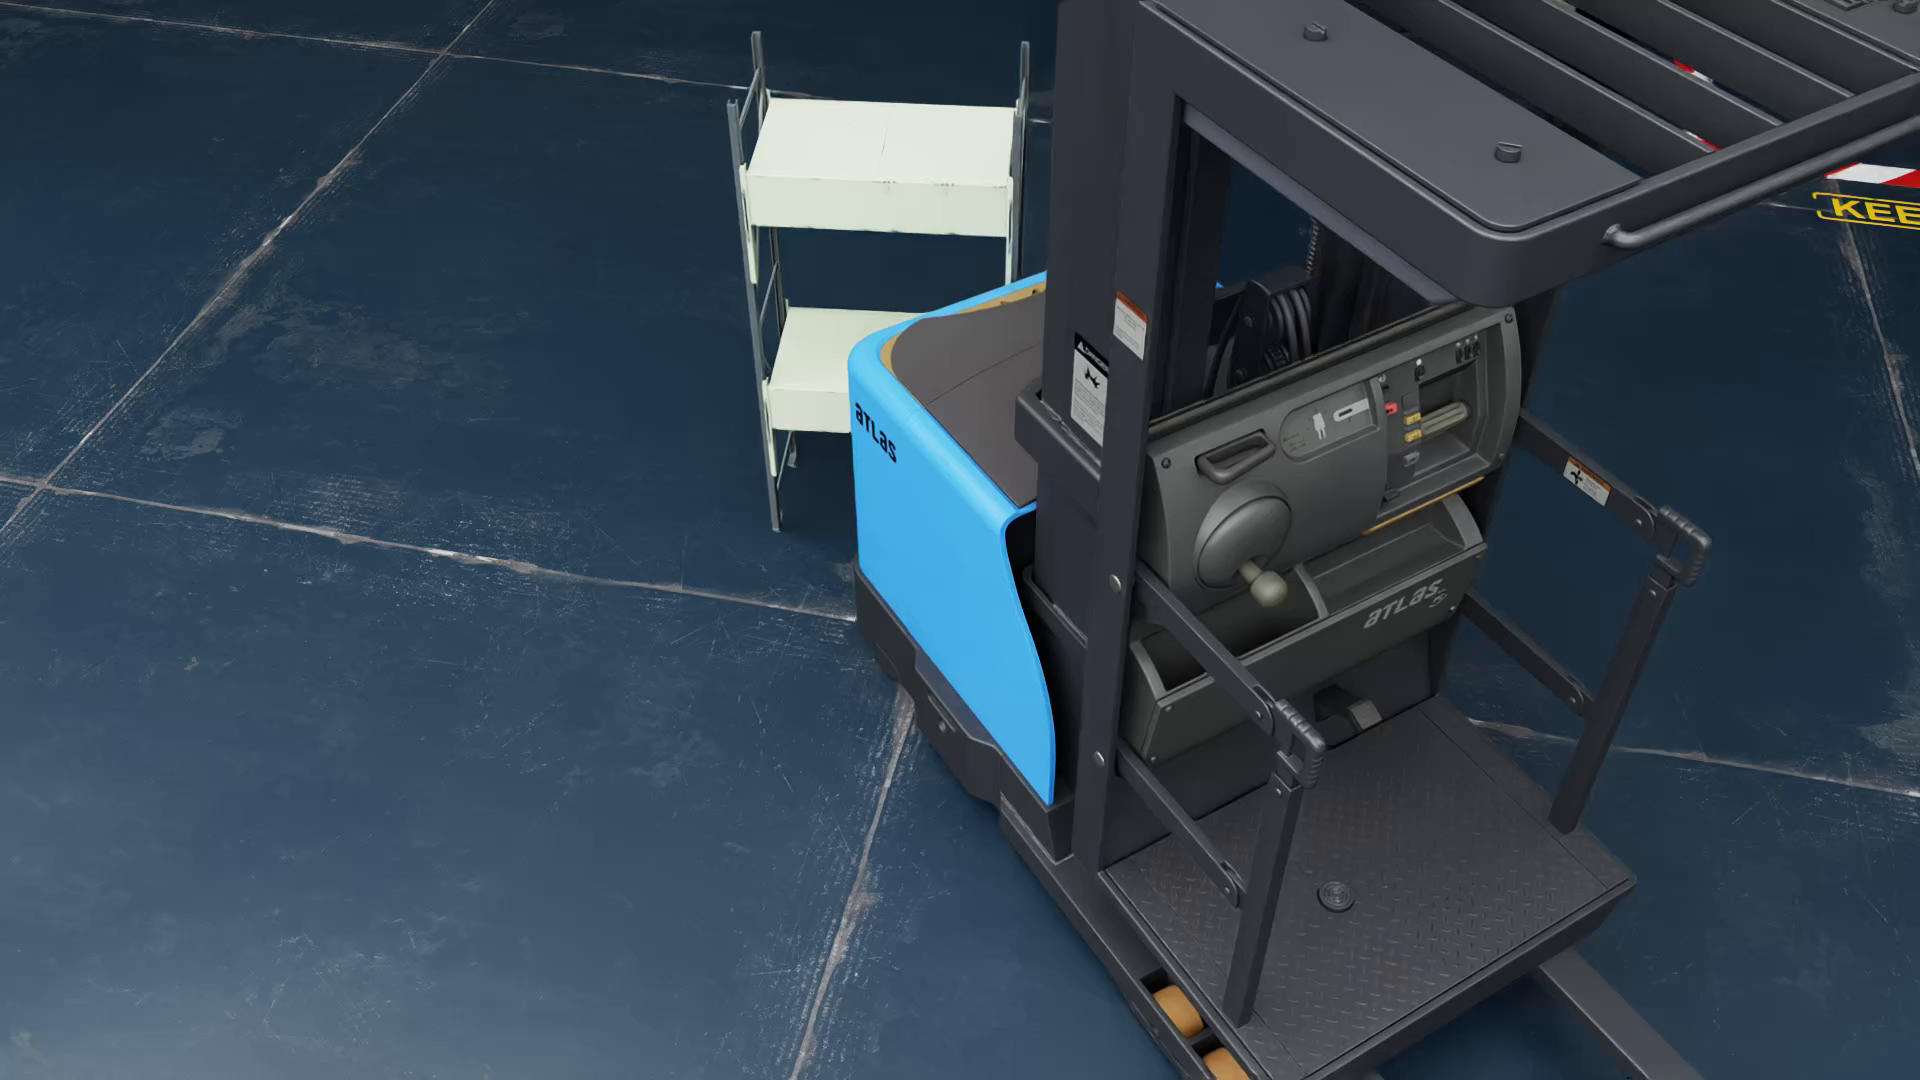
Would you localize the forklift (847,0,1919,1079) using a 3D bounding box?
[{"bbox_3d":[0.889,-0.088,3.227,1.130,2.935,3.031,-23,48,-22],"label":"forklift"}]

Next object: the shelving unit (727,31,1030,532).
[{"bbox_3d":[-0.203,-0.686,4.881,0.755,1.500,0.431,3,44,3],"label":"shelving unit"}]

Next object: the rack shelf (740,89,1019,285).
[{"bbox_3d":[-0.203,-0.967,4.610,0.720,0.370,0.431,3,44,3],"label":"rack shelf"}]

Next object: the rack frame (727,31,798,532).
[{"bbox_3d":[-0.568,-0.706,4.902,0.023,1.500,0.400,3,44,3],"label":"rack frame"}]

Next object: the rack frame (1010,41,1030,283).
[{"bbox_3d":[0.161,-0.666,4.860,0.023,1.500,0.400,3,44,3],"label":"rack frame"}]

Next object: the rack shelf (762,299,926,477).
[{"bbox_3d":[-0.203,-0.451,5.107,0.720,0.370,0.431,3,44,3],"label":"rack shelf"}]
